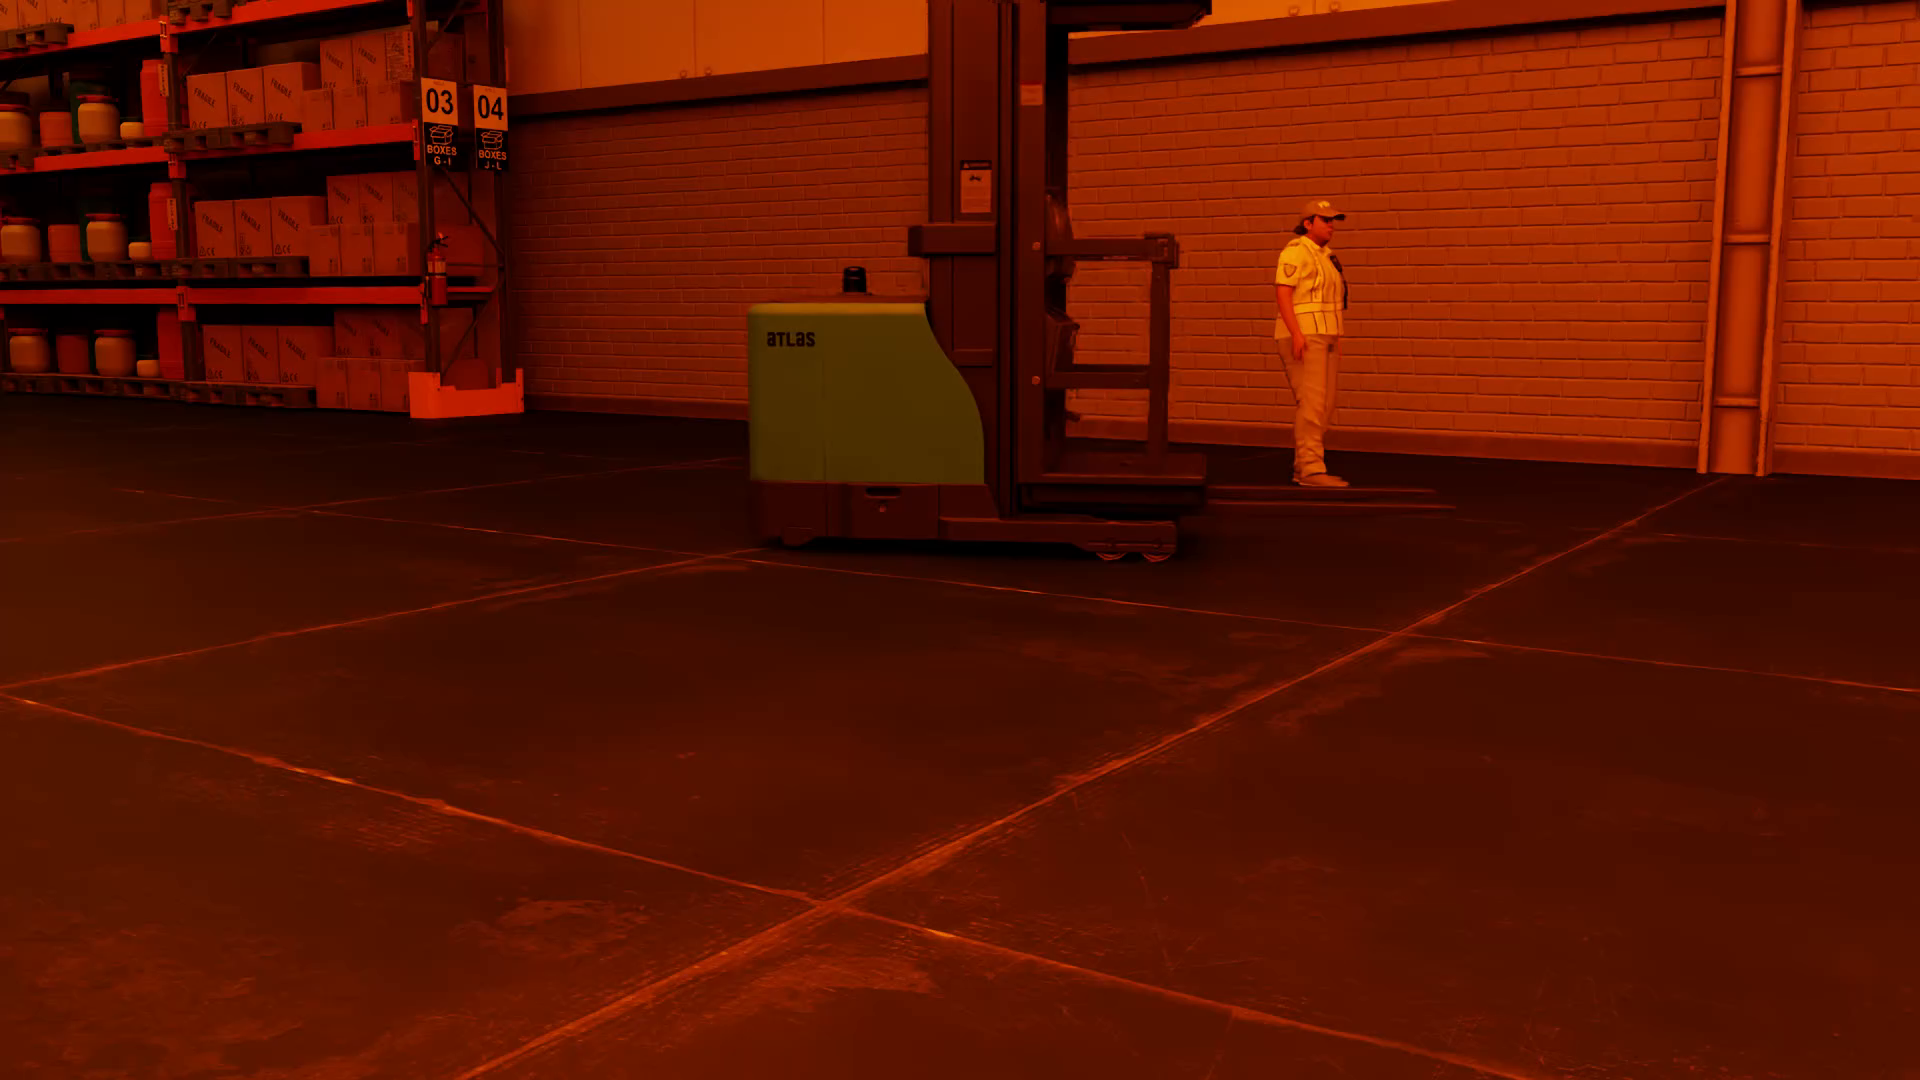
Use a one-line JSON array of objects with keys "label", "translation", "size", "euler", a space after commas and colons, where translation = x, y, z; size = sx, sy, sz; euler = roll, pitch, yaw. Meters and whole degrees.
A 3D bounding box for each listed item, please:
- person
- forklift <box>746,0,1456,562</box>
[{"label": "person", "translation": [2.123, -1.145, 9.733], "size": [0.528, 1.672, 0.608], "euler": [5, 10, 32]}, {"label": "forklift", "translation": [0.626, -1.441, 7.325], "size": [3.031, 2.935, 1.130], "euler": [1, 8, 8]}]
